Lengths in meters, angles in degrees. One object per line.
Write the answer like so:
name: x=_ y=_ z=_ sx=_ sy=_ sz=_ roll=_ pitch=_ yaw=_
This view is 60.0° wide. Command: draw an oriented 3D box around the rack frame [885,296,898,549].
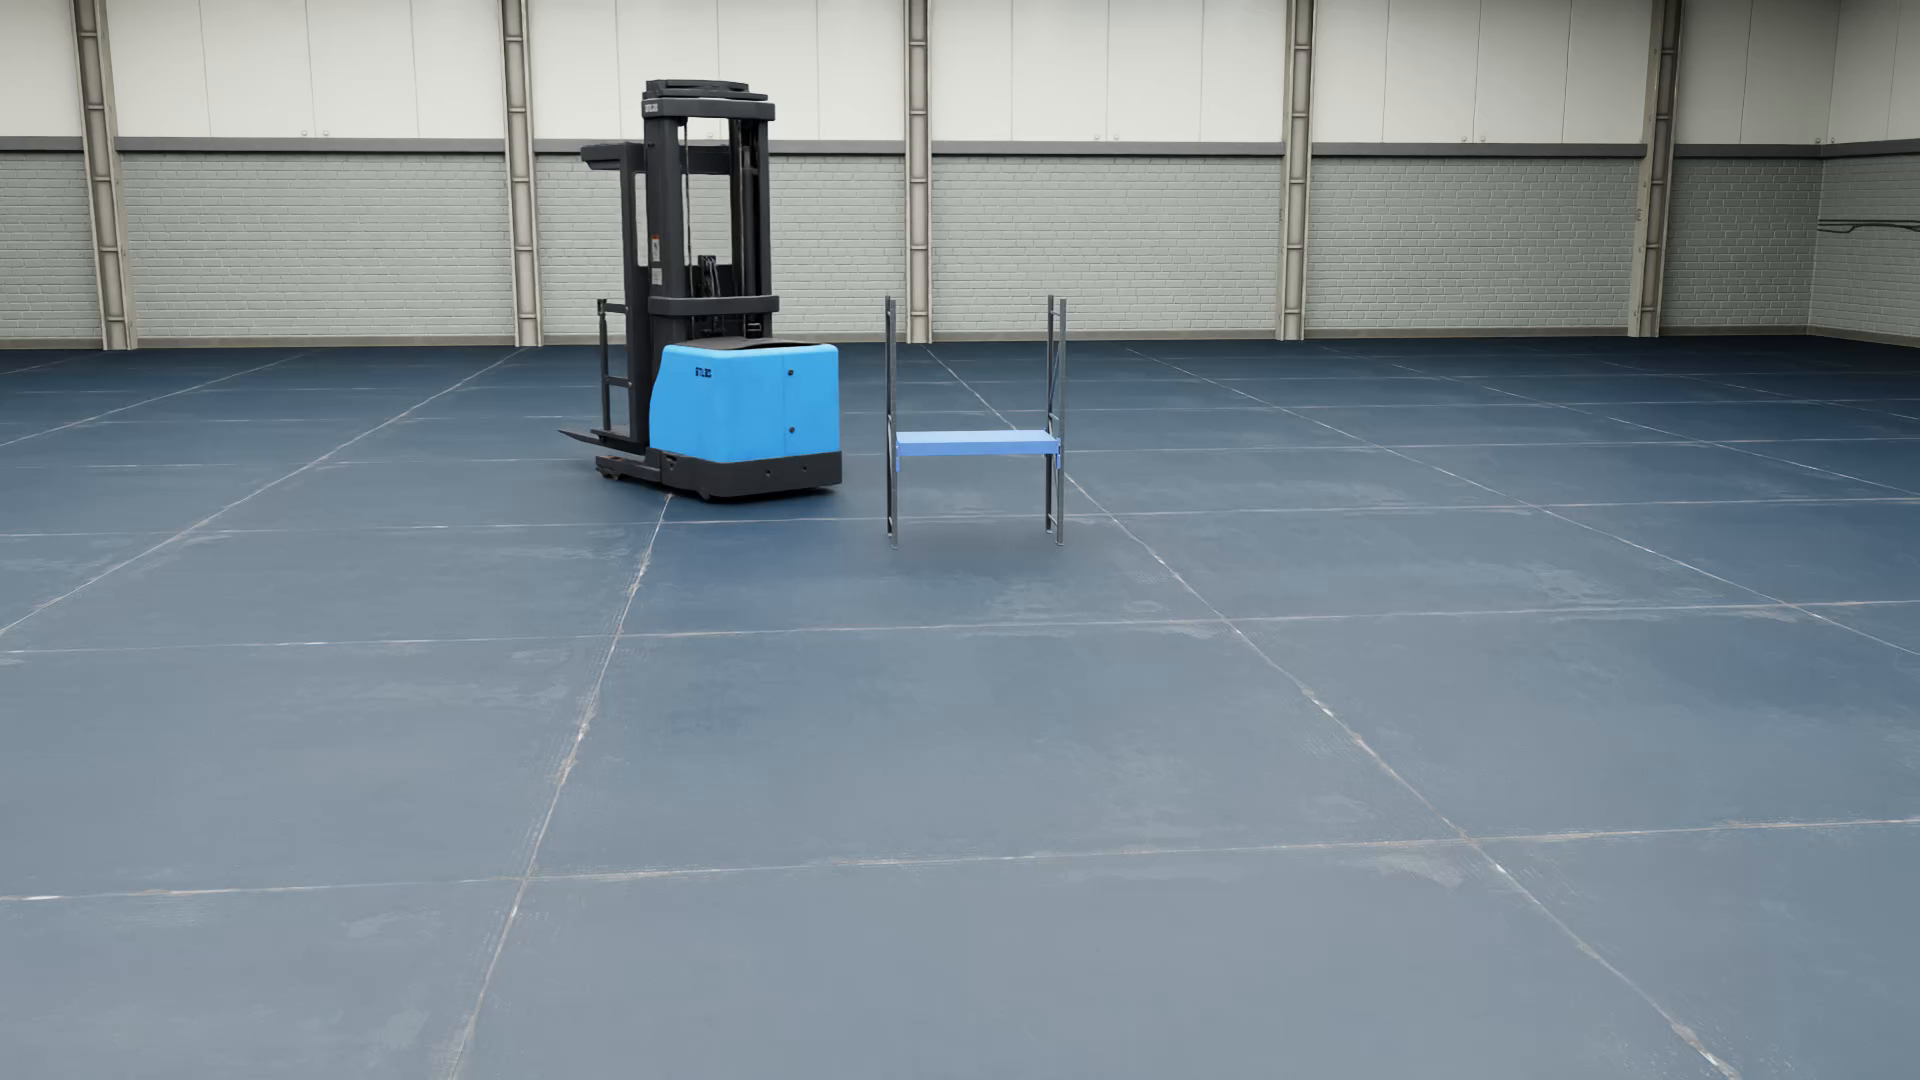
rack frame: x=-0.421 y=-0.727 z=10.179 sx=0.032 sy=1.500 sz=0.500 roll=-1 pitch=11 yaw=-6

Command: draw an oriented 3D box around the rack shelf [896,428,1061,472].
rack shelf: x=0.085 y=-0.561 z=10.267 sx=1.000 sy=0.185 sz=0.538 roll=-1 pitch=11 yaw=-6

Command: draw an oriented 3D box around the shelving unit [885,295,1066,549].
shelving unit: x=0.085 y=-0.738 z=10.232 sx=1.048 sy=1.500 sz=0.538 roll=-1 pitch=11 yaw=-6

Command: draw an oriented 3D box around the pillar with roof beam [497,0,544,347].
pillar with roof beam: x=-6.149 y=-6.579 z=20.505 sx=0.400 sy=9.000 sz=9.100 roll=-1 pitch=11 yaw=-6

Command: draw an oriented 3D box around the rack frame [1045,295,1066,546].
rack frame: x=0.590 y=-0.748 z=10.286 sx=0.032 sy=1.500 sz=0.500 roll=-1 pitch=11 yaw=-6

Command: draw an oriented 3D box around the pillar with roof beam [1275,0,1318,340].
pillar with roof beam: x=5.781 y=-6.829 z=21.776 sx=0.400 sy=9.000 sz=9.100 roll=-1 pitch=11 yaw=-6

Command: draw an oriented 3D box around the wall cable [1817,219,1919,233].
wall cable: x=14.352 y=-6.064 z=25.933 sx=0.112 sy=2.526 sz=3.097 roll=-1 pitch=11 yaw=-6

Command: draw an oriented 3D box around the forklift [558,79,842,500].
forklift: x=-2.161 y=-1.948 z=12.678 sx=1.130 sy=2.935 sz=3.031 roll=-9 pitch=14 yaw=-37

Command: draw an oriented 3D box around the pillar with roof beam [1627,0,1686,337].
pillar with roof beam: x=11.745 y=-6.954 z=22.412 sx=0.400 sy=9.000 sz=9.100 roll=-1 pitch=11 yaw=-6
